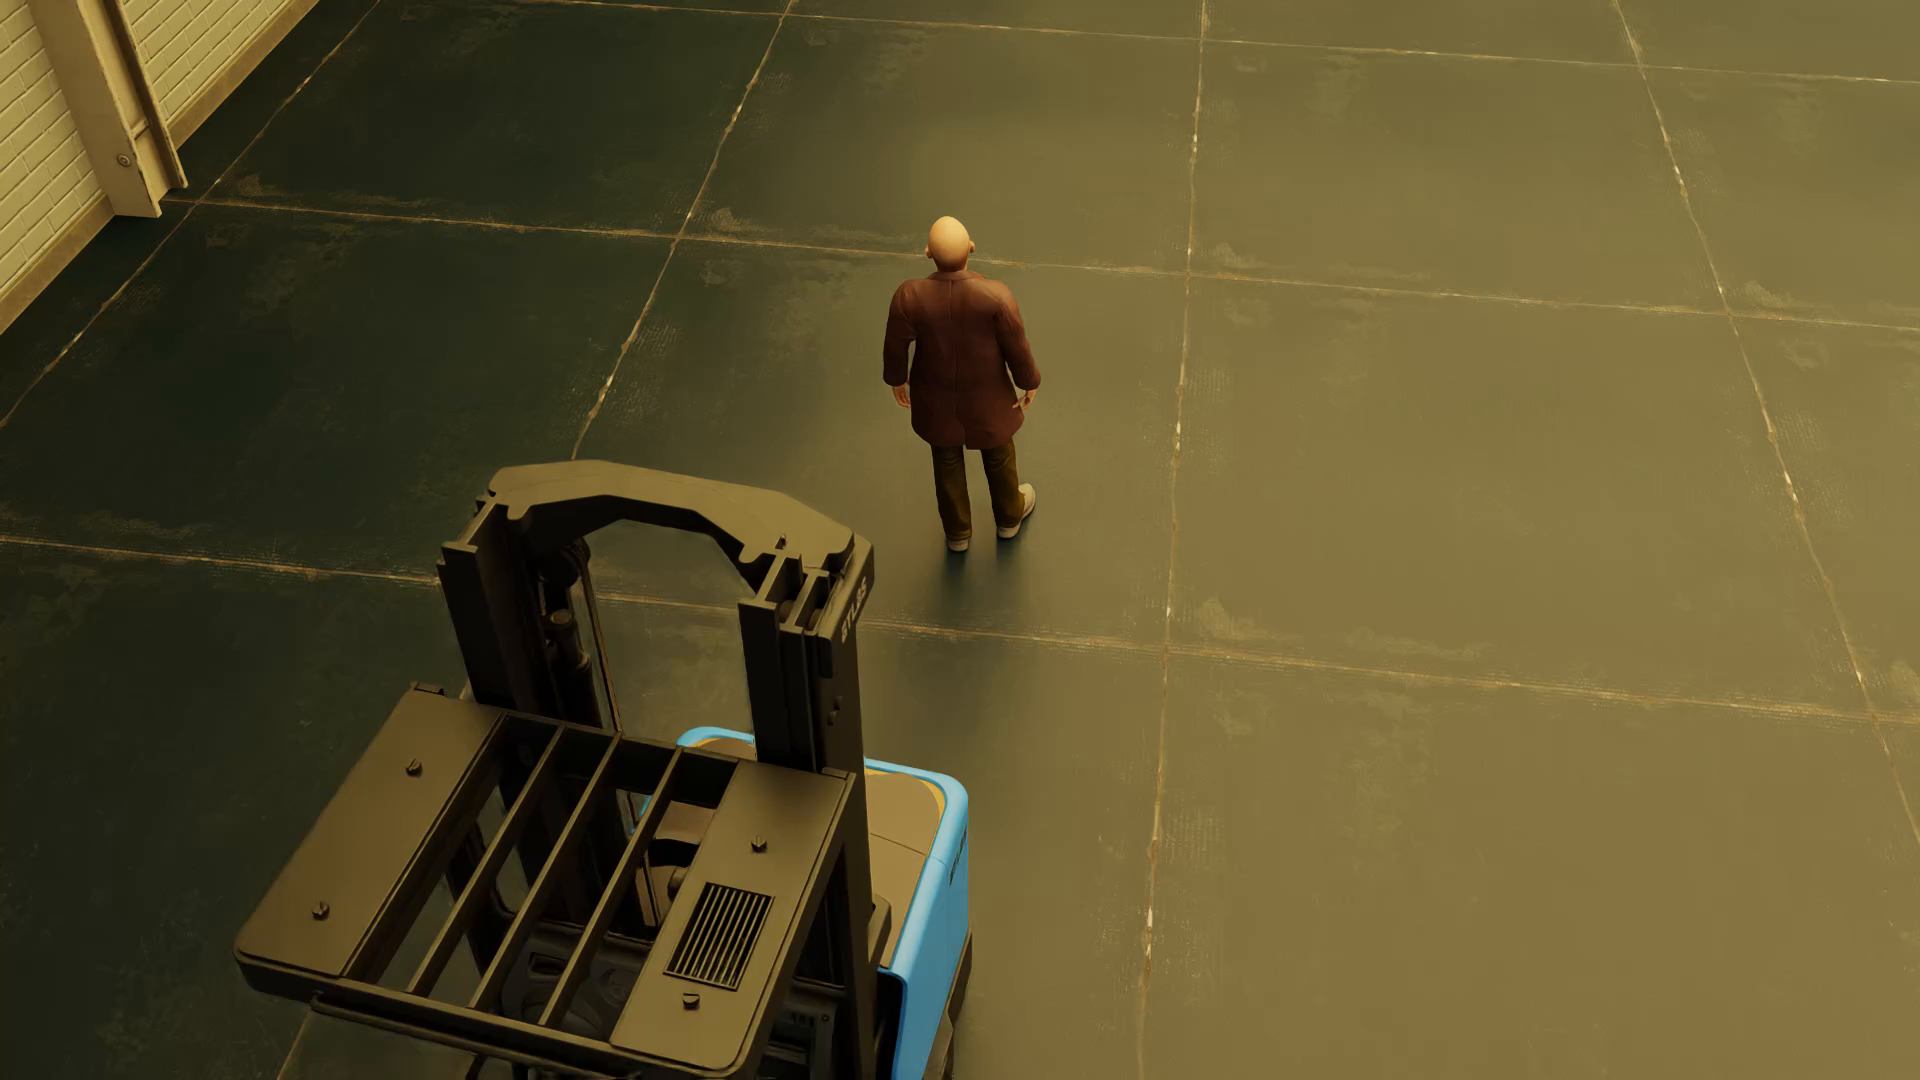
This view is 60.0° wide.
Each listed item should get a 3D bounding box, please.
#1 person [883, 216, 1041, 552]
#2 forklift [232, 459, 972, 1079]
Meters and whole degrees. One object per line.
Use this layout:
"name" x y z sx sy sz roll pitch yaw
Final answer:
"person" 0.016 -0.721 7.351 0.698 1.777 0.579 5 43 6
"forklift" -0.828 1.376 4.227 1.130 2.935 3.031 10 44 11
